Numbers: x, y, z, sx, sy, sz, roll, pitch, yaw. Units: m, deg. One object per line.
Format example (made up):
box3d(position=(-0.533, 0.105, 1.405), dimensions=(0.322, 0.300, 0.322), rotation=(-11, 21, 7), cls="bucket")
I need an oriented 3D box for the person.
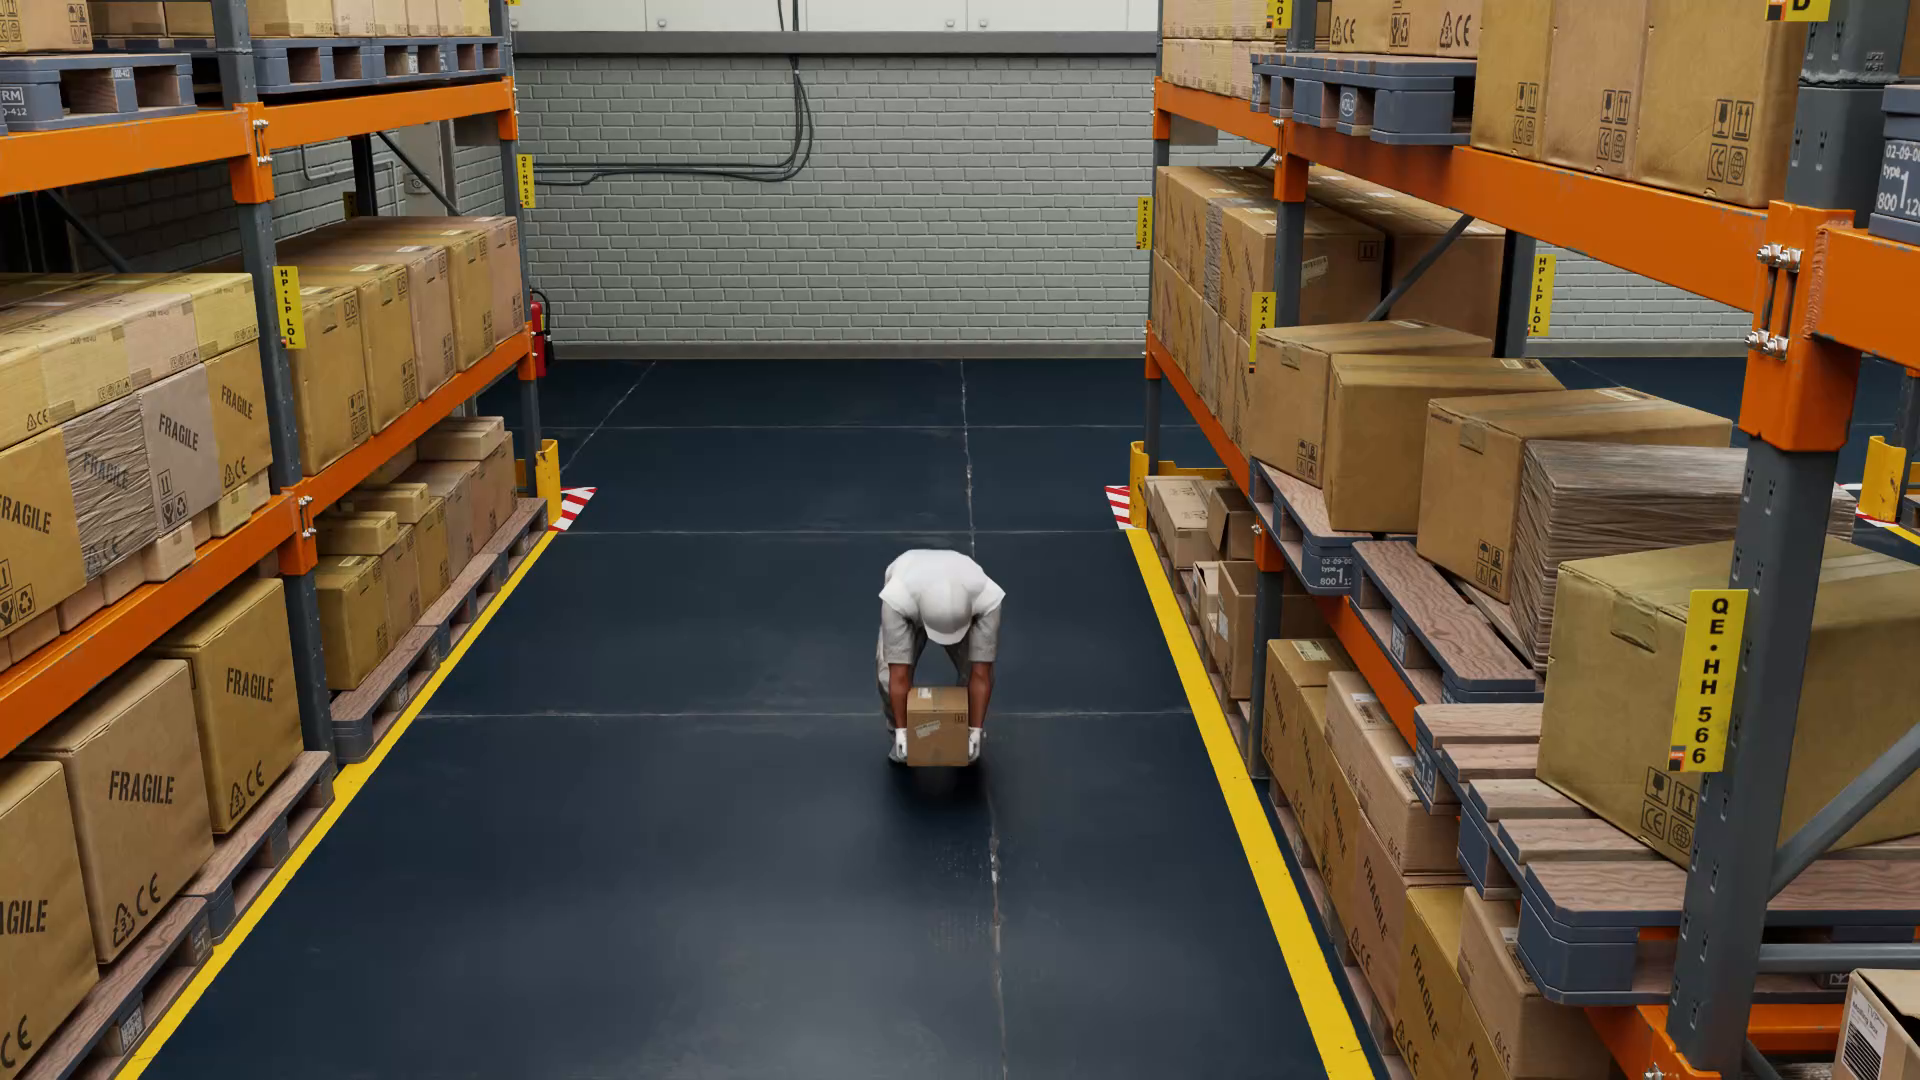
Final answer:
box3d(position=(-0.087, 0.523, 7.134), dimensions=(0.548, 1.002, 0.972), rotation=(-1, 17, -3), cls="person")
